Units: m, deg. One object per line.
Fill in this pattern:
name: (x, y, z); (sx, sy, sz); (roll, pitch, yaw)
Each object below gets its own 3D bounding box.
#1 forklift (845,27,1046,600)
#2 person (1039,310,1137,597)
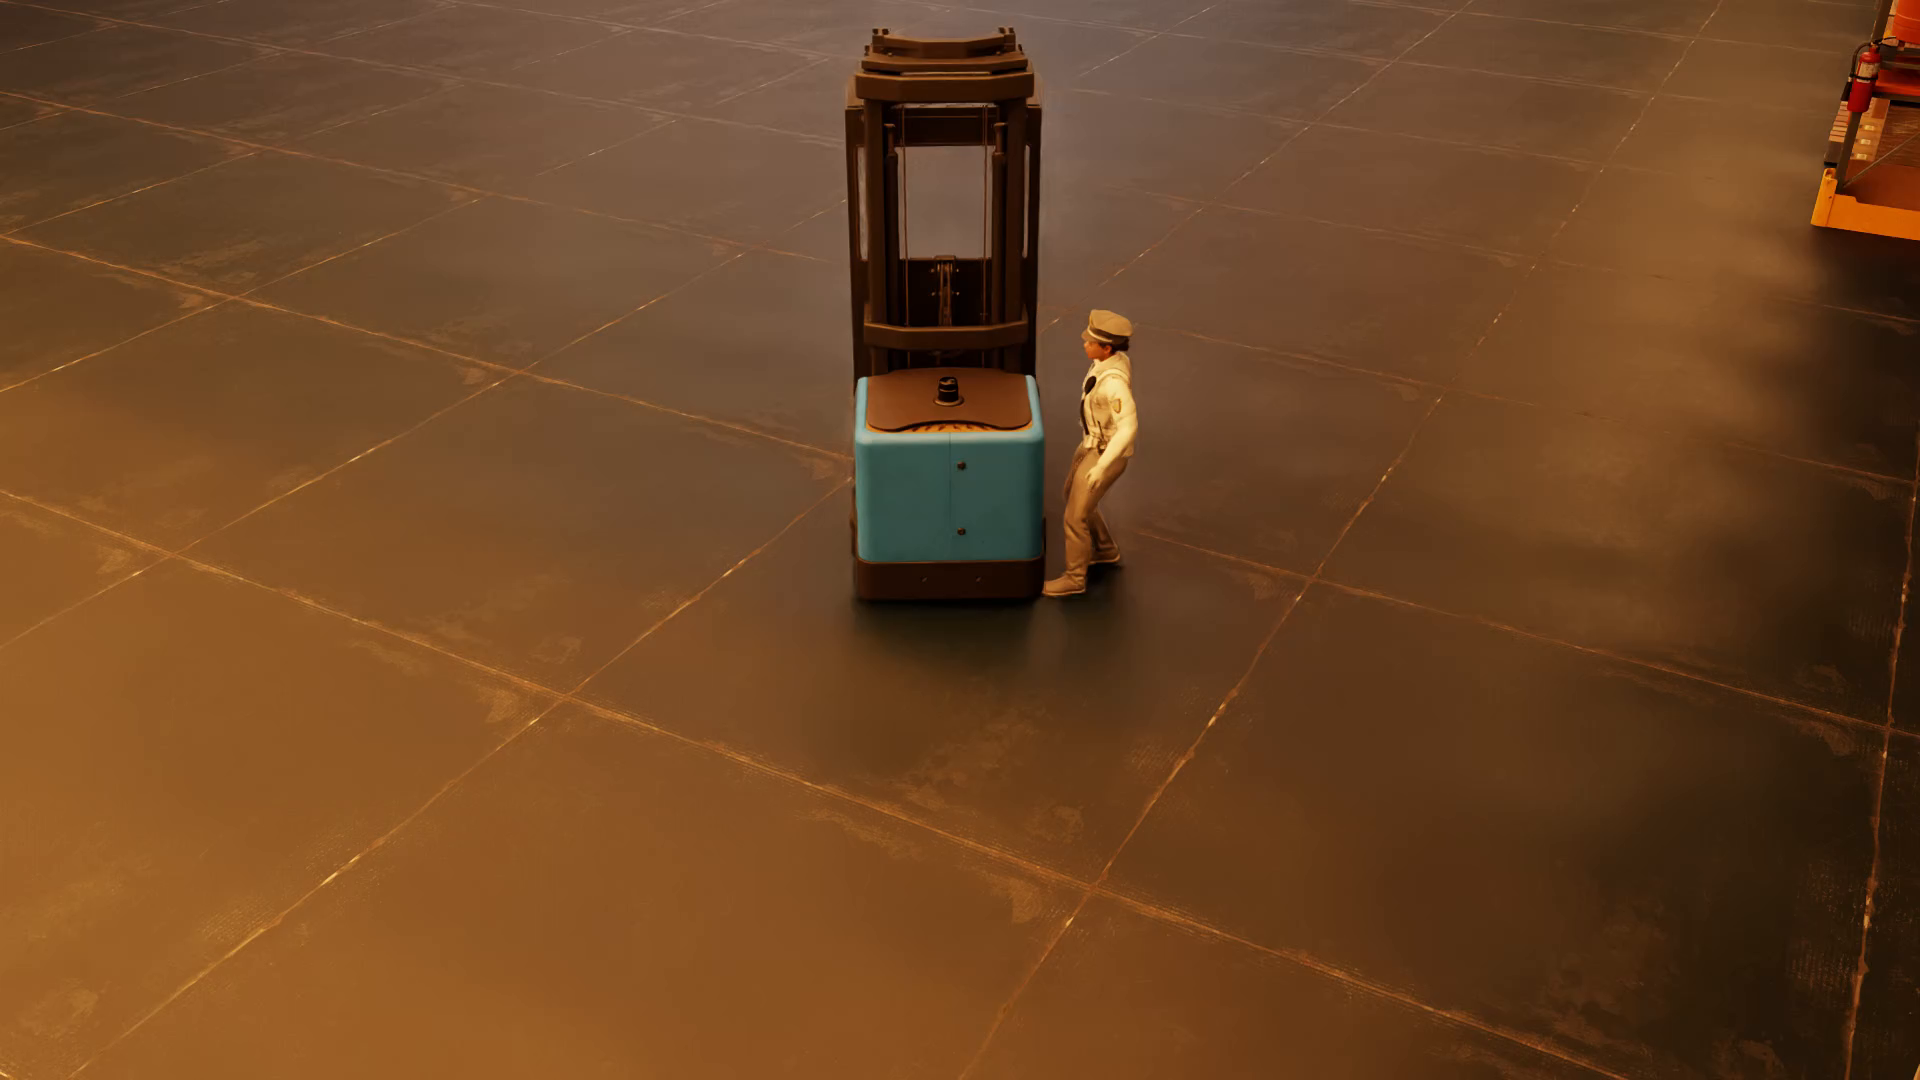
forklift: (-0.102, -1.635, 9.903); (1.130, 2.935, 3.031); (-1, 30, -2)
person: (0.706, -0.511, 9.275); (0.524, 1.631, 0.813); (1, 30, 2)
